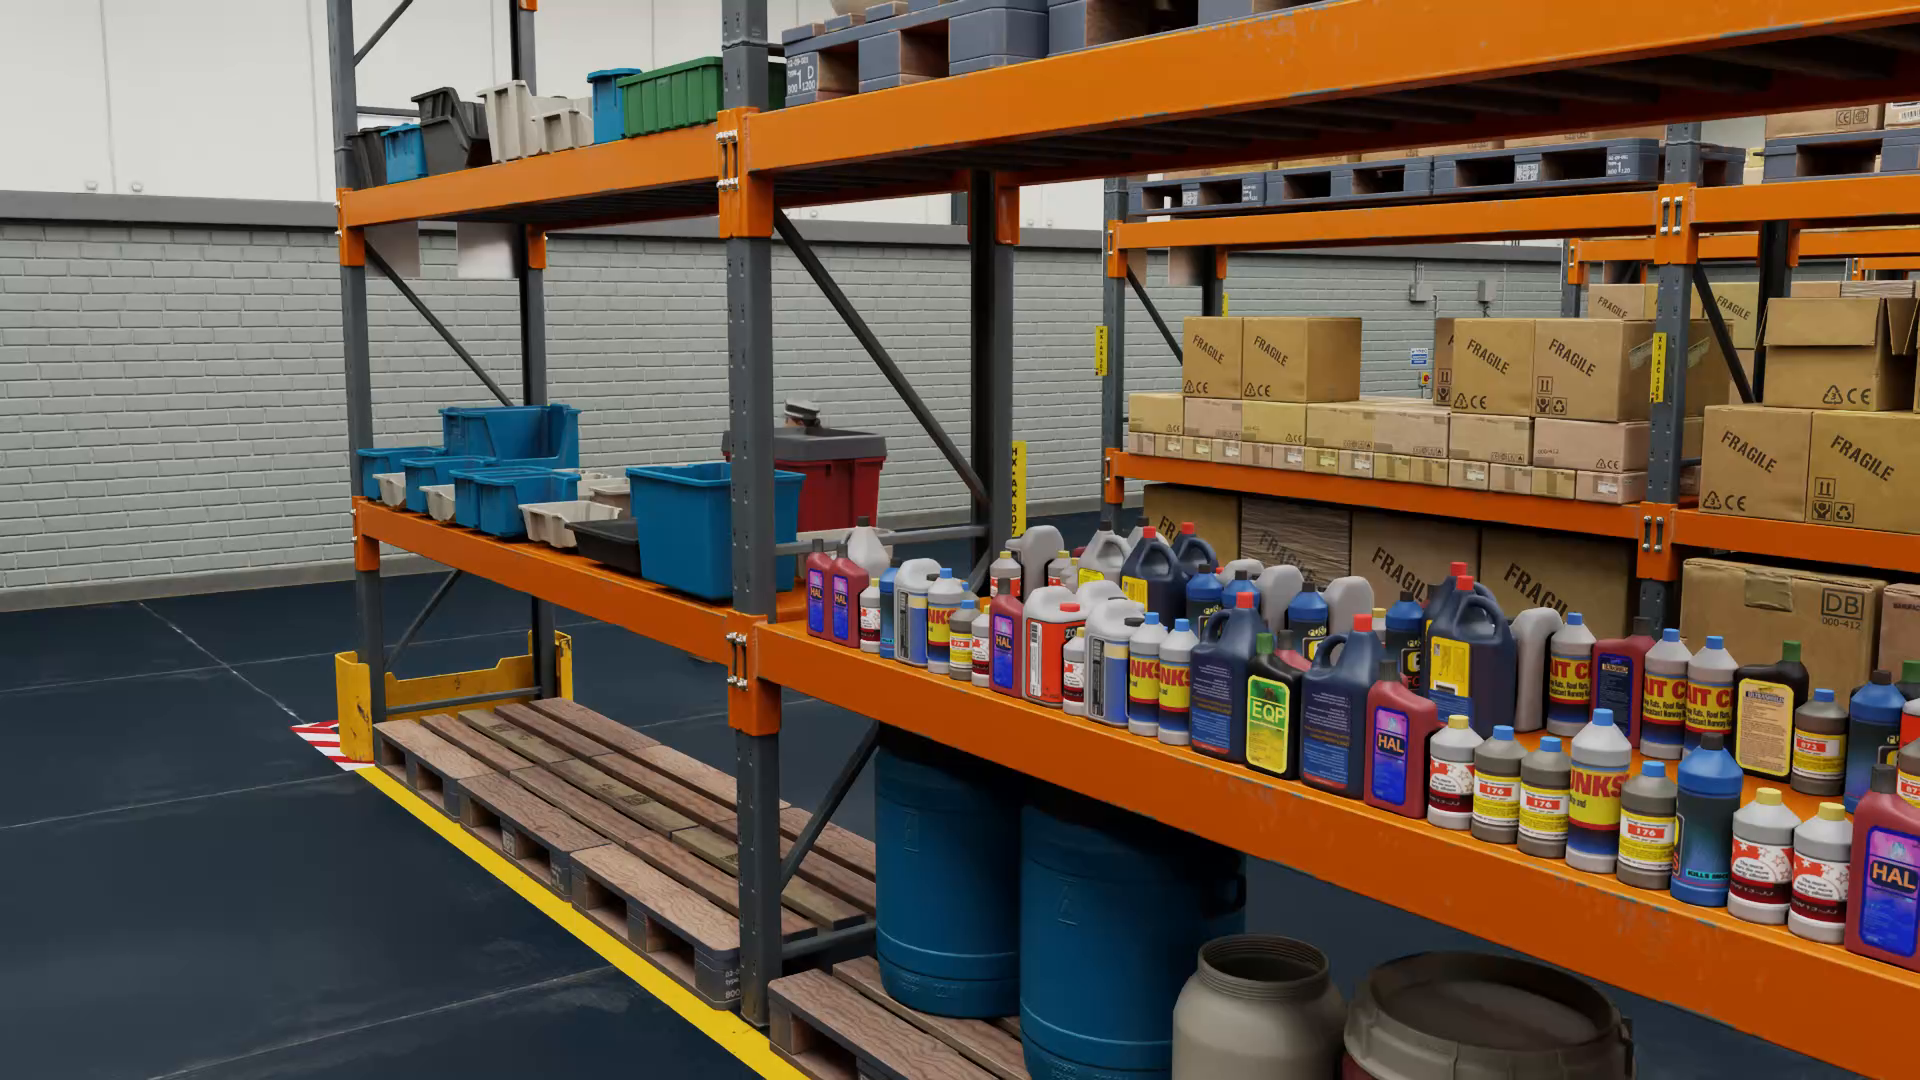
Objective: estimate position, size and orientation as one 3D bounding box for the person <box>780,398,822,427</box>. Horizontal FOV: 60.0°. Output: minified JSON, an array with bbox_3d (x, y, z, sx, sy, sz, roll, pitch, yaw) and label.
[{"bbox_3d":[-1.124,-0.113,11.033,0.681,1.664,0.504,1,8,5],"label":"person"}]
